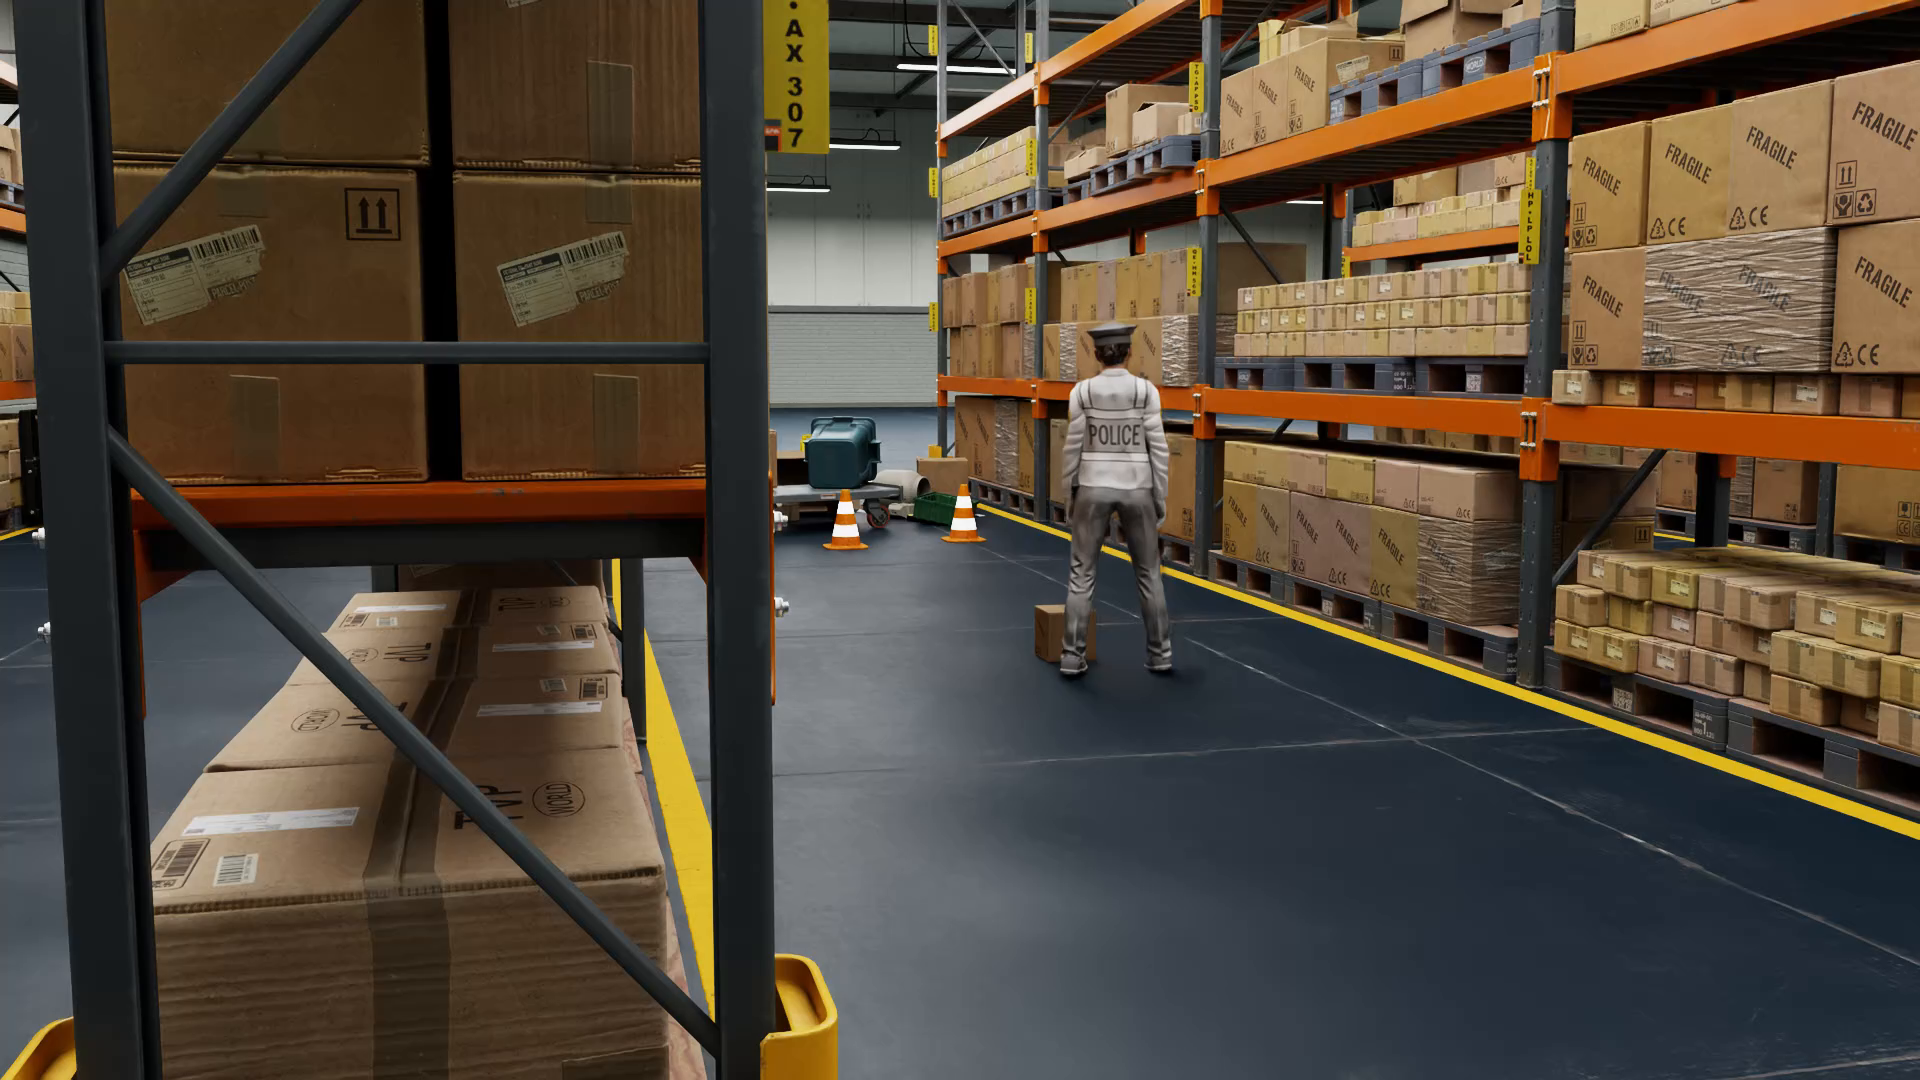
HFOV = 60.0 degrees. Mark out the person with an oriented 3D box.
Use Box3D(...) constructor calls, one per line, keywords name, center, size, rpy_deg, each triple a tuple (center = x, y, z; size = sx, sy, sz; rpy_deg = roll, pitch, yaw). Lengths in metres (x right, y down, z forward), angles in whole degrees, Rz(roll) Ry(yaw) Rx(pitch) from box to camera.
Box3D(name="person", center=(0.687, -0.192, 7.878), size=(0.512, 1.676, 0.391), rpy_deg=(0, 6, 0))
